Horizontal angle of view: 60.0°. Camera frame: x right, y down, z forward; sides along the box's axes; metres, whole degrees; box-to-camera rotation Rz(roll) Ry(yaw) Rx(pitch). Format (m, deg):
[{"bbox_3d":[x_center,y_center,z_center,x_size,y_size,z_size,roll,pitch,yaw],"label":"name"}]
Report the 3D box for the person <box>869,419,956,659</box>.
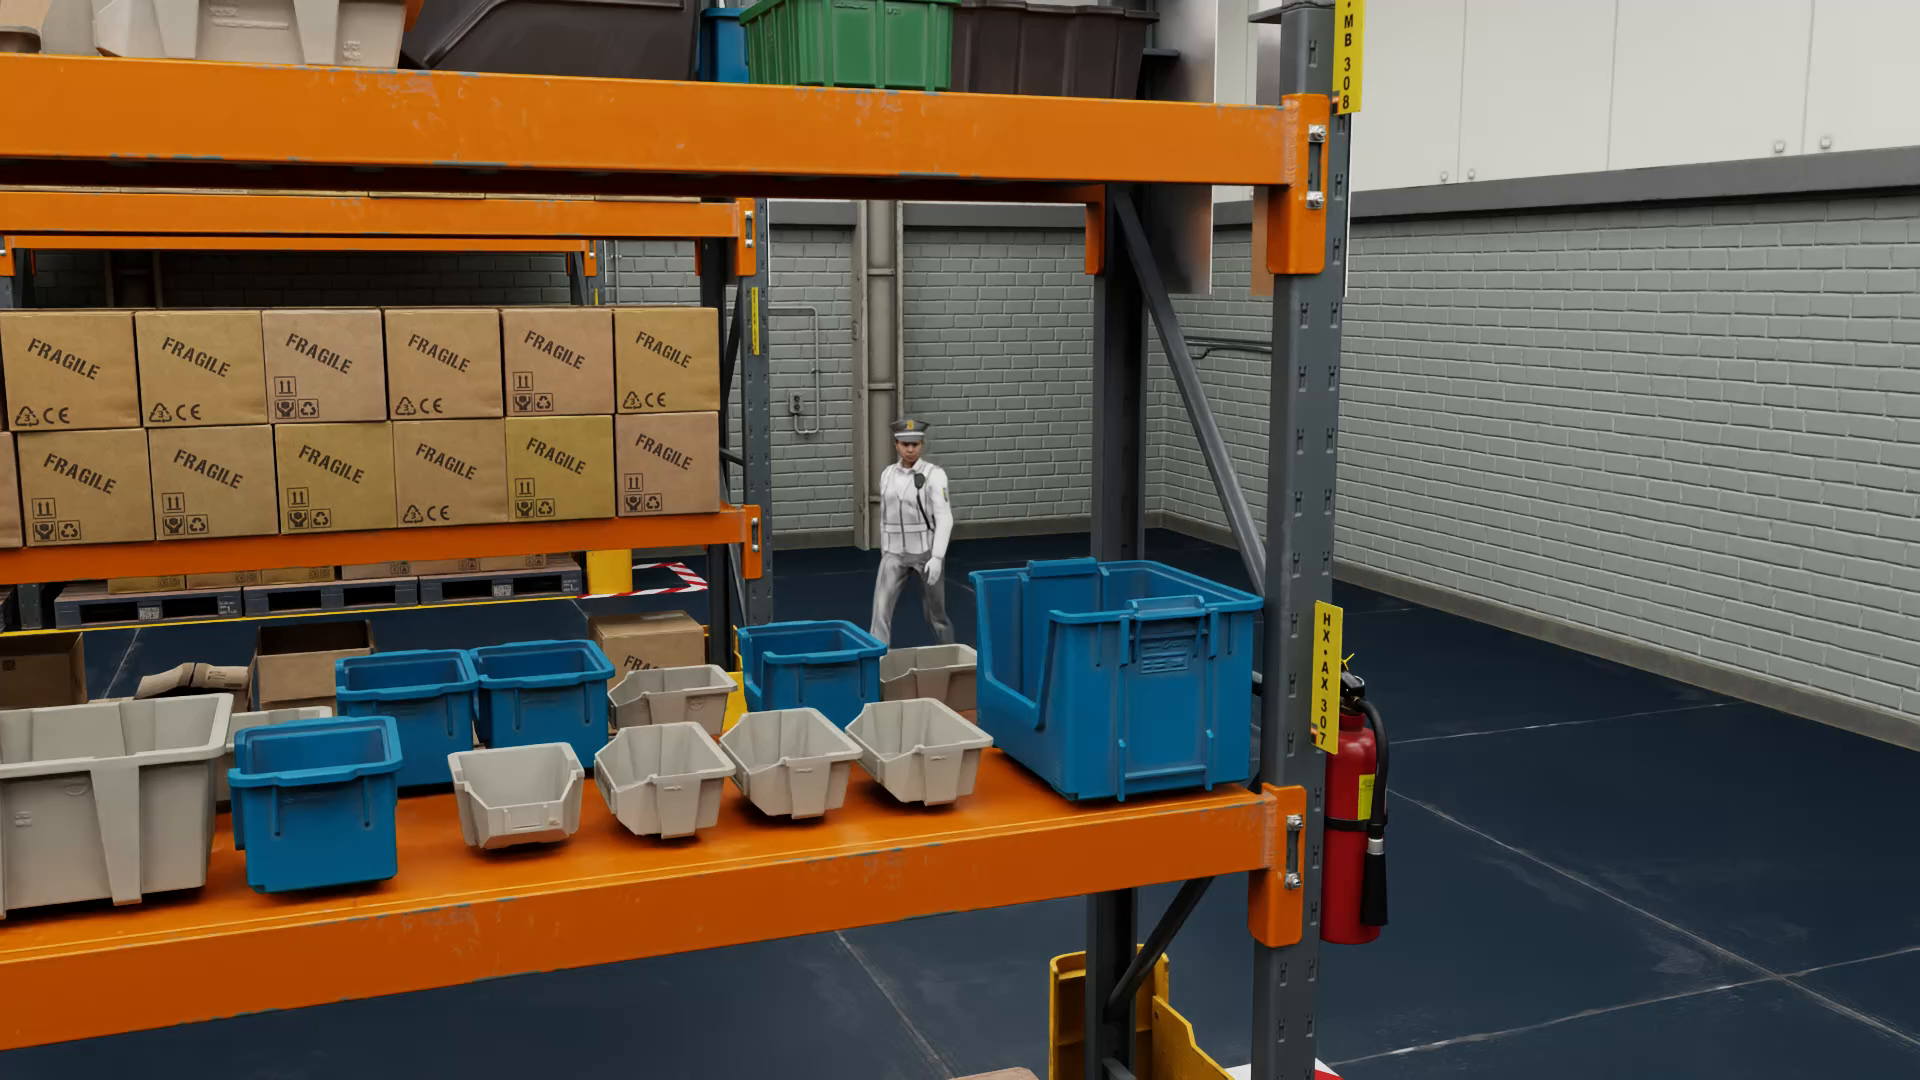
[{"bbox_3d":[-0.311,0.092,9.778,0.515,1.605,1.004,3,10,20],"label":"person"}]
